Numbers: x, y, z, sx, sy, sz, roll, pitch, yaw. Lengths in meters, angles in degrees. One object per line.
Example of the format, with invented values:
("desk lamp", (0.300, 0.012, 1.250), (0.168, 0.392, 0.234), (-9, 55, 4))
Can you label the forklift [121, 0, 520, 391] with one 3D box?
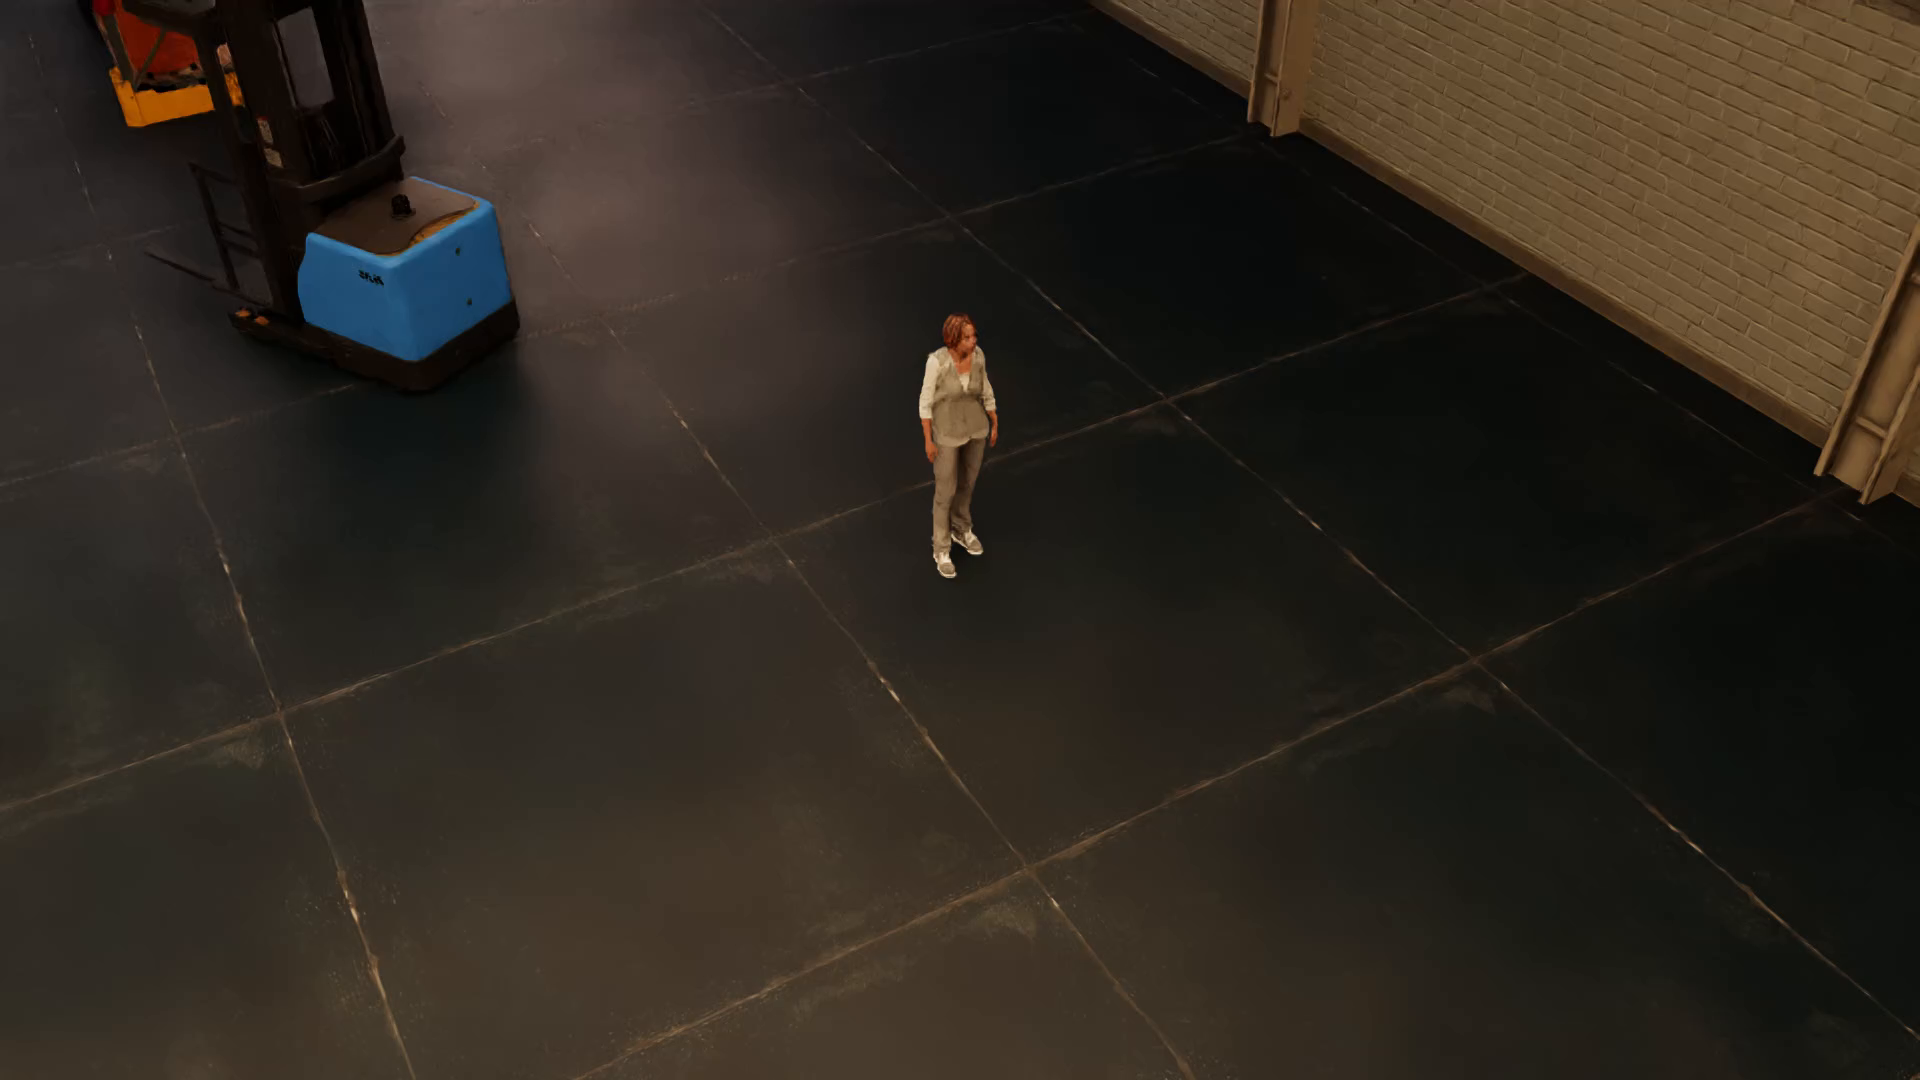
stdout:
("forklift", (-4.734, -2.853, 11.476), (3.031, 2.935, 1.130), (21, 44, 23))

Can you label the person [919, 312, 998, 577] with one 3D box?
("person", (0.025, -0.569, 9.768), (0.521, 1.583, 0.474), (-20, 44, -23))
